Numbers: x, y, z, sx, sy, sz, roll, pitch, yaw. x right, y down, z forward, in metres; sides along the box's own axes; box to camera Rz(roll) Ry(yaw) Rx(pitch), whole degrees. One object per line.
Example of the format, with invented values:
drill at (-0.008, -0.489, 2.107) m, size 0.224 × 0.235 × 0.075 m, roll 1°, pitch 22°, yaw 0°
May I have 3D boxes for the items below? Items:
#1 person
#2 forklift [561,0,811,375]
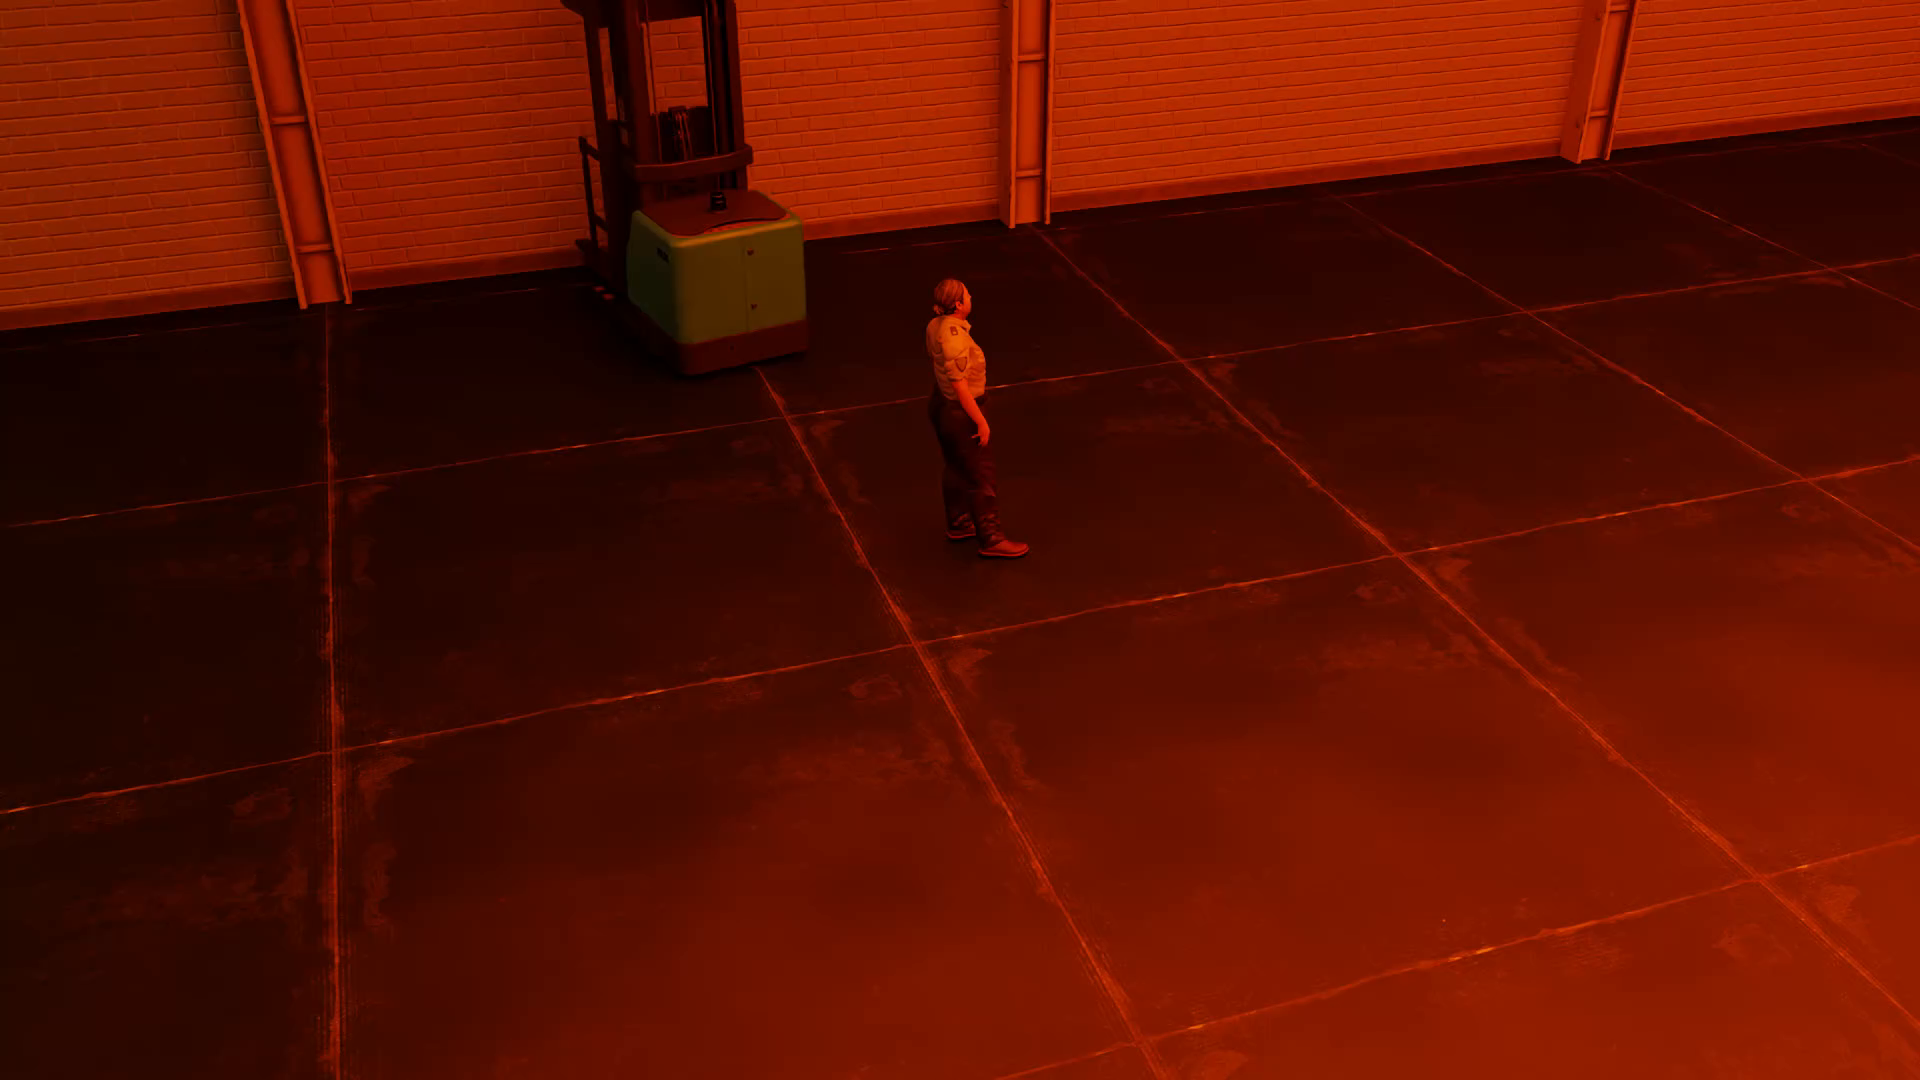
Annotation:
person at (0.092, -0.724, 9.617) m, size 0.503 × 1.651 × 0.598 m, roll -10°, pitch 31°, yaw -16°
forklift at (-2.298, -3.151, 12.564) m, size 1.130 × 2.935 × 3.031 m, roll -16°, pitch 34°, yaw -26°
